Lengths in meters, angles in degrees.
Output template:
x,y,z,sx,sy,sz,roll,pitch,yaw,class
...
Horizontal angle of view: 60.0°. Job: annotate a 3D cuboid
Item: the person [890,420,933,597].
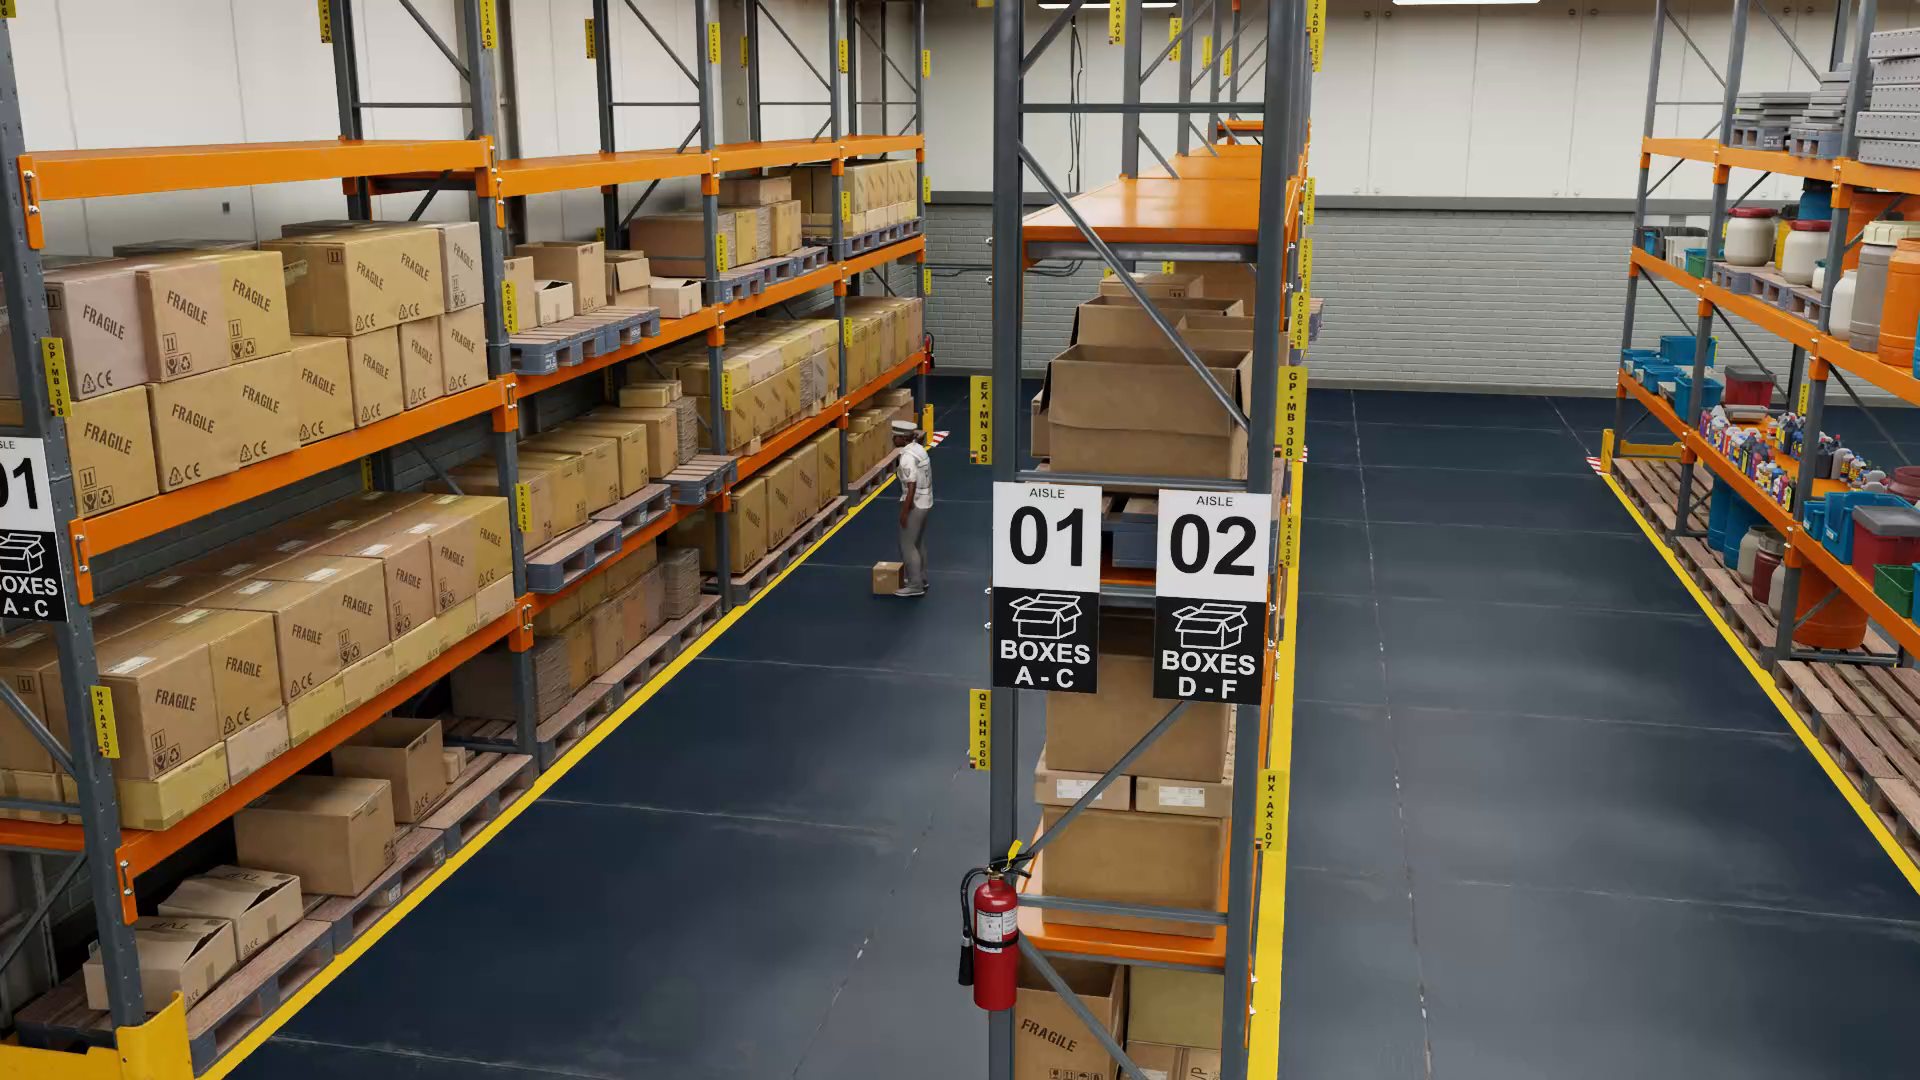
x,y,z,sx,sy,sz,roll,pitch,yaw,class
-0.455,-0.303,15.672,0.397,1.655,0.522,3,15,10,person
